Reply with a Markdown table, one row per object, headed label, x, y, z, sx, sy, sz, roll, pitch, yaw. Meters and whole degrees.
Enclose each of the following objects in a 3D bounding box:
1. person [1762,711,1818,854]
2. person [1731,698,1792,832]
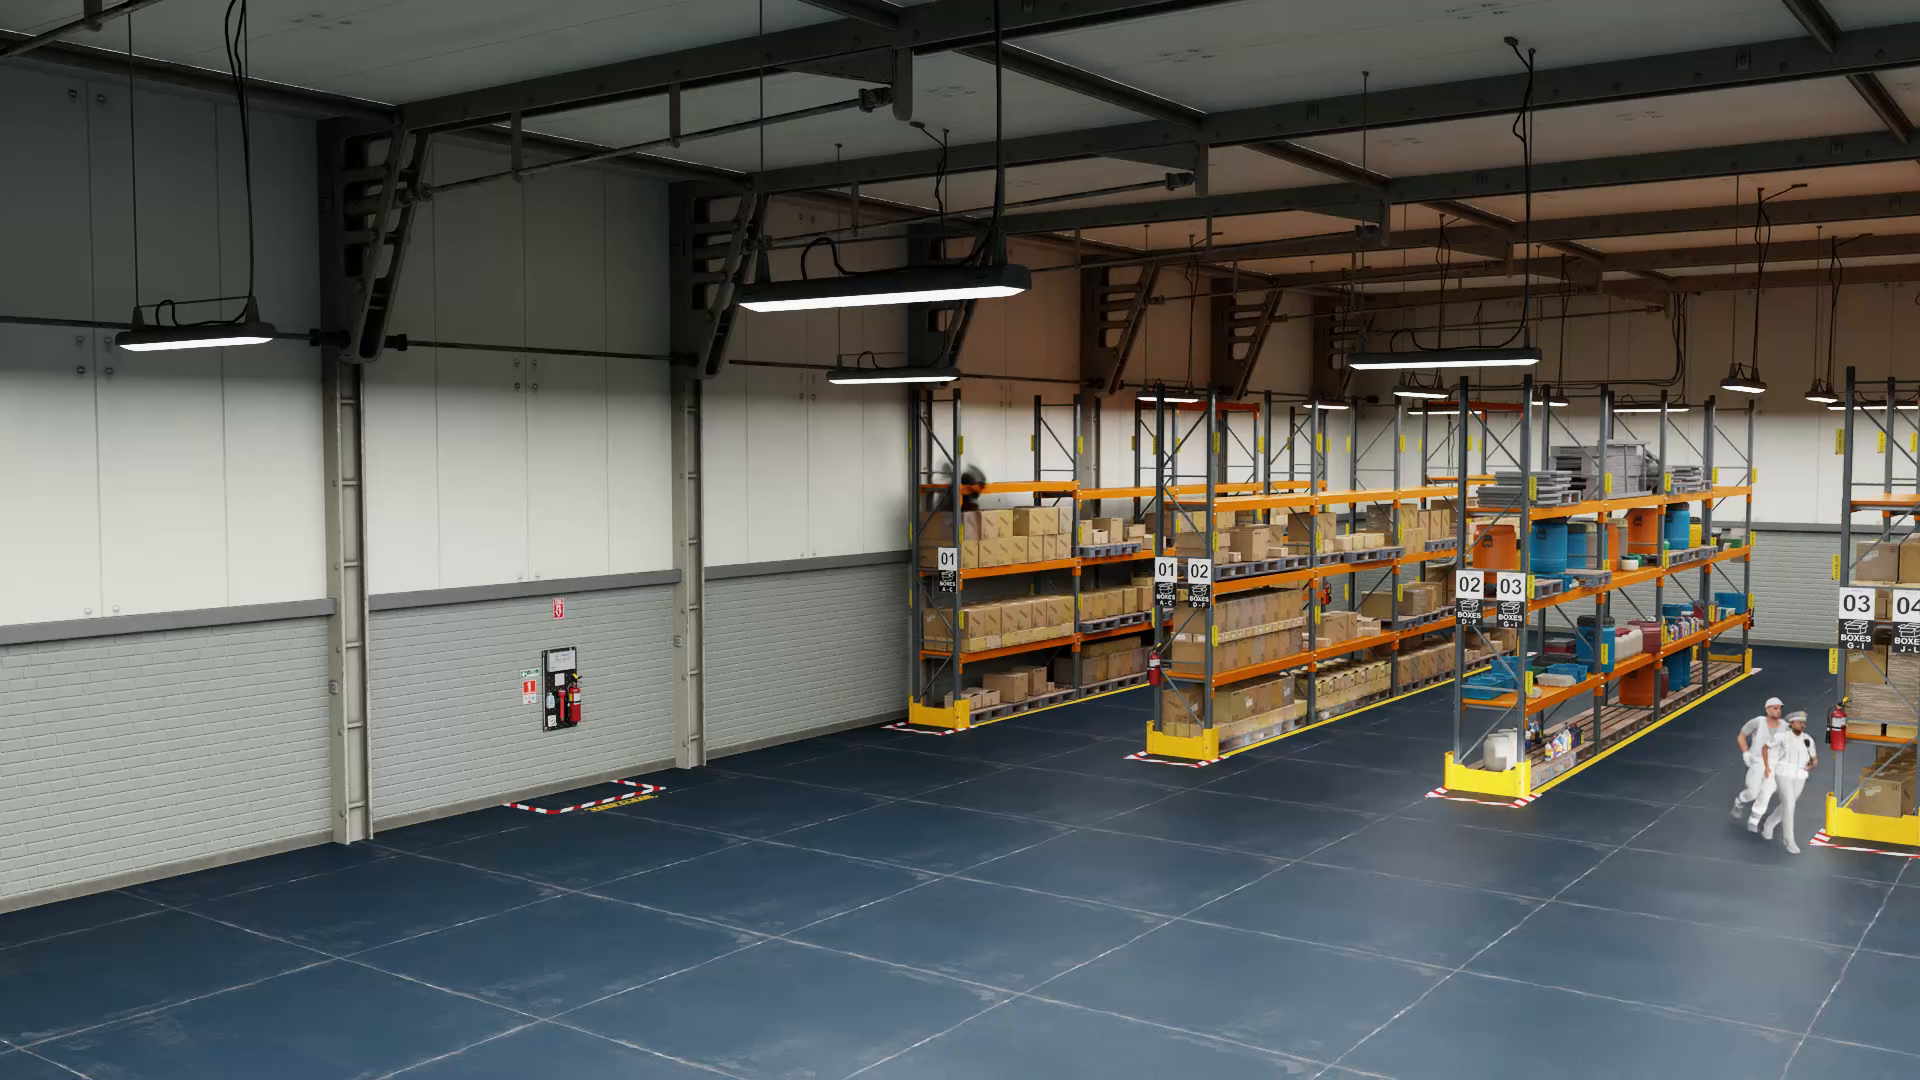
| label | x | y | z | sx | sy | sz | roll | pitch | yaw |
| --- | --- | --- | --- | --- | --- | --- | --- | --- | --- |
| person | 10.376 | 2.973 | 20.713 | 0.601 | 1.689 | 0.868 | 0 | 3 | -1 |
| person | 10.490 | 2.901 | 21.637 | 0.720 | 1.729 | 0.625 | 1 | 3 | 10 |
